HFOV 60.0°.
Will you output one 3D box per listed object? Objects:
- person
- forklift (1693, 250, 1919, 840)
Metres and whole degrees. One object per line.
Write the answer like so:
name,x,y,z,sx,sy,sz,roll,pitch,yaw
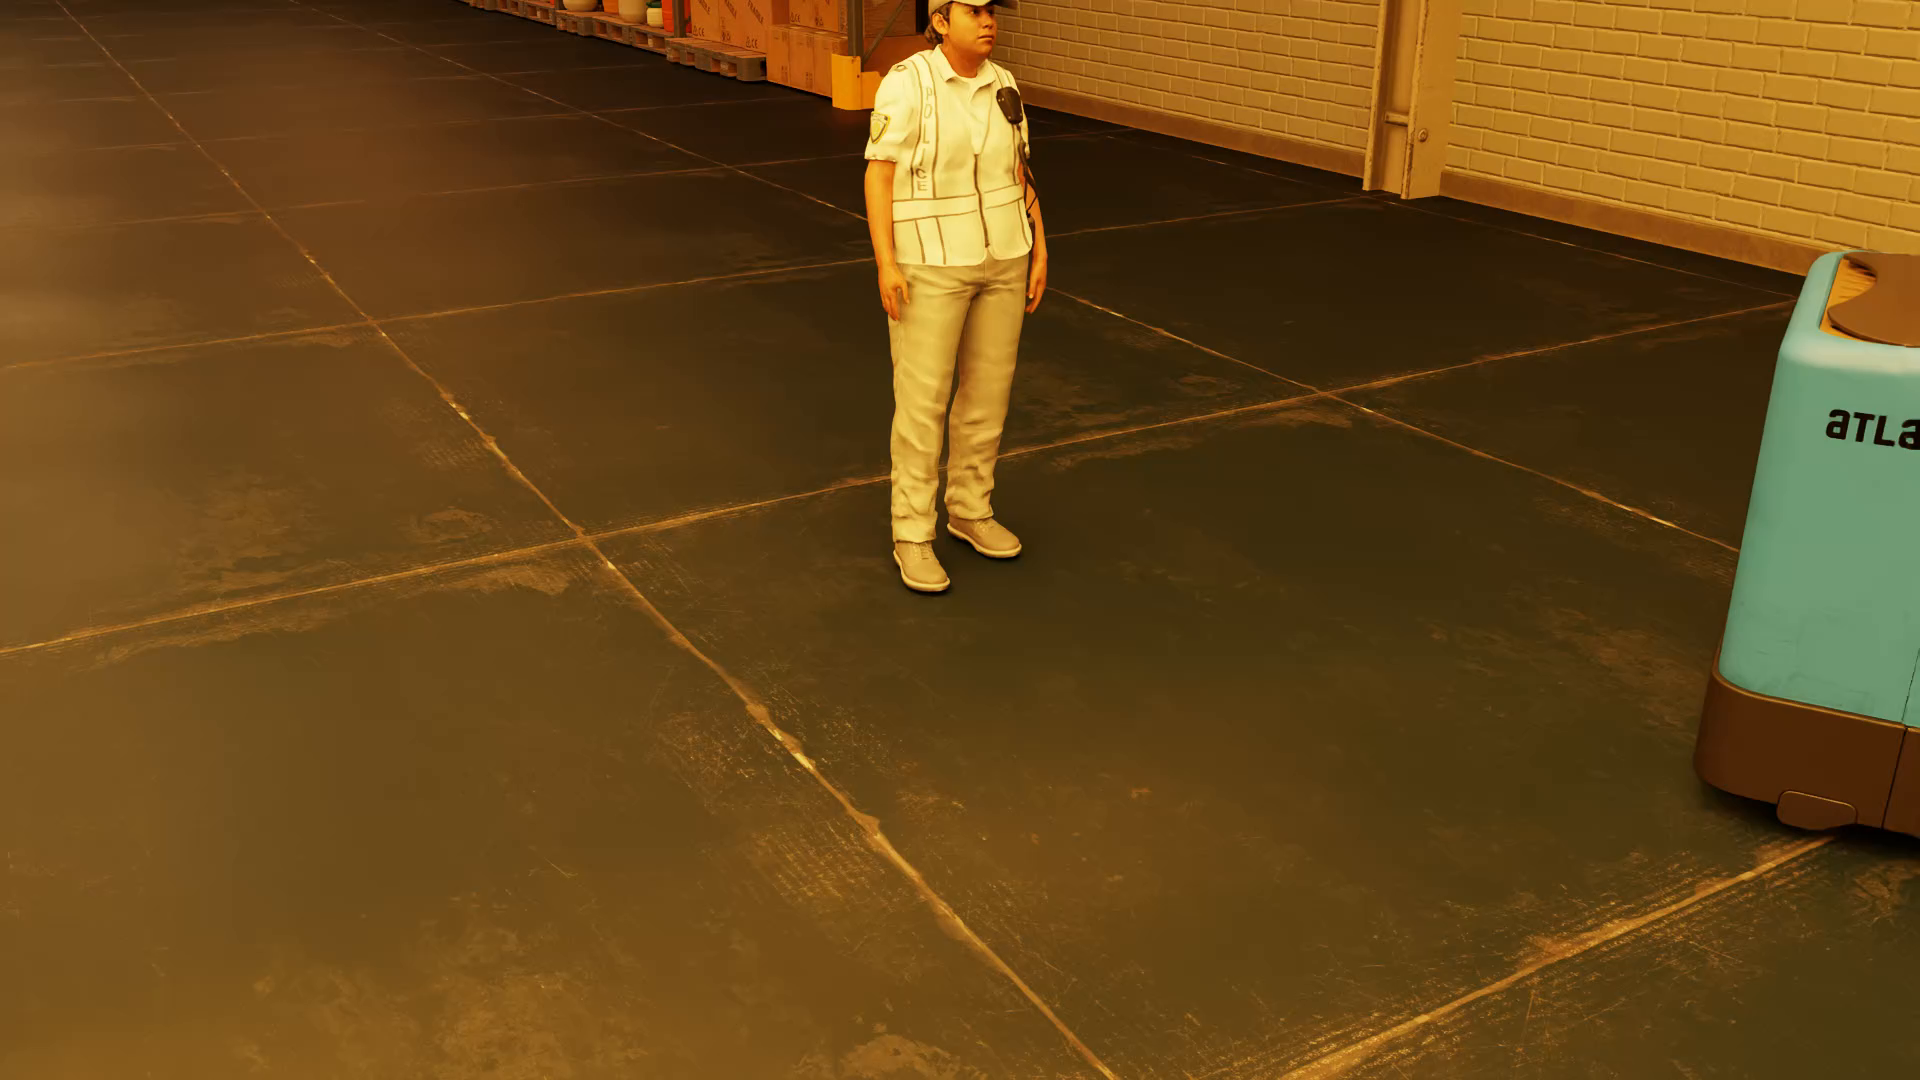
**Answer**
person,0.019,-0.749,4.744,0.599,1.670,0.529,-12,25,-28
forklift,3.171,-0.649,2.854,3.031,2.935,1.130,12,25,27
